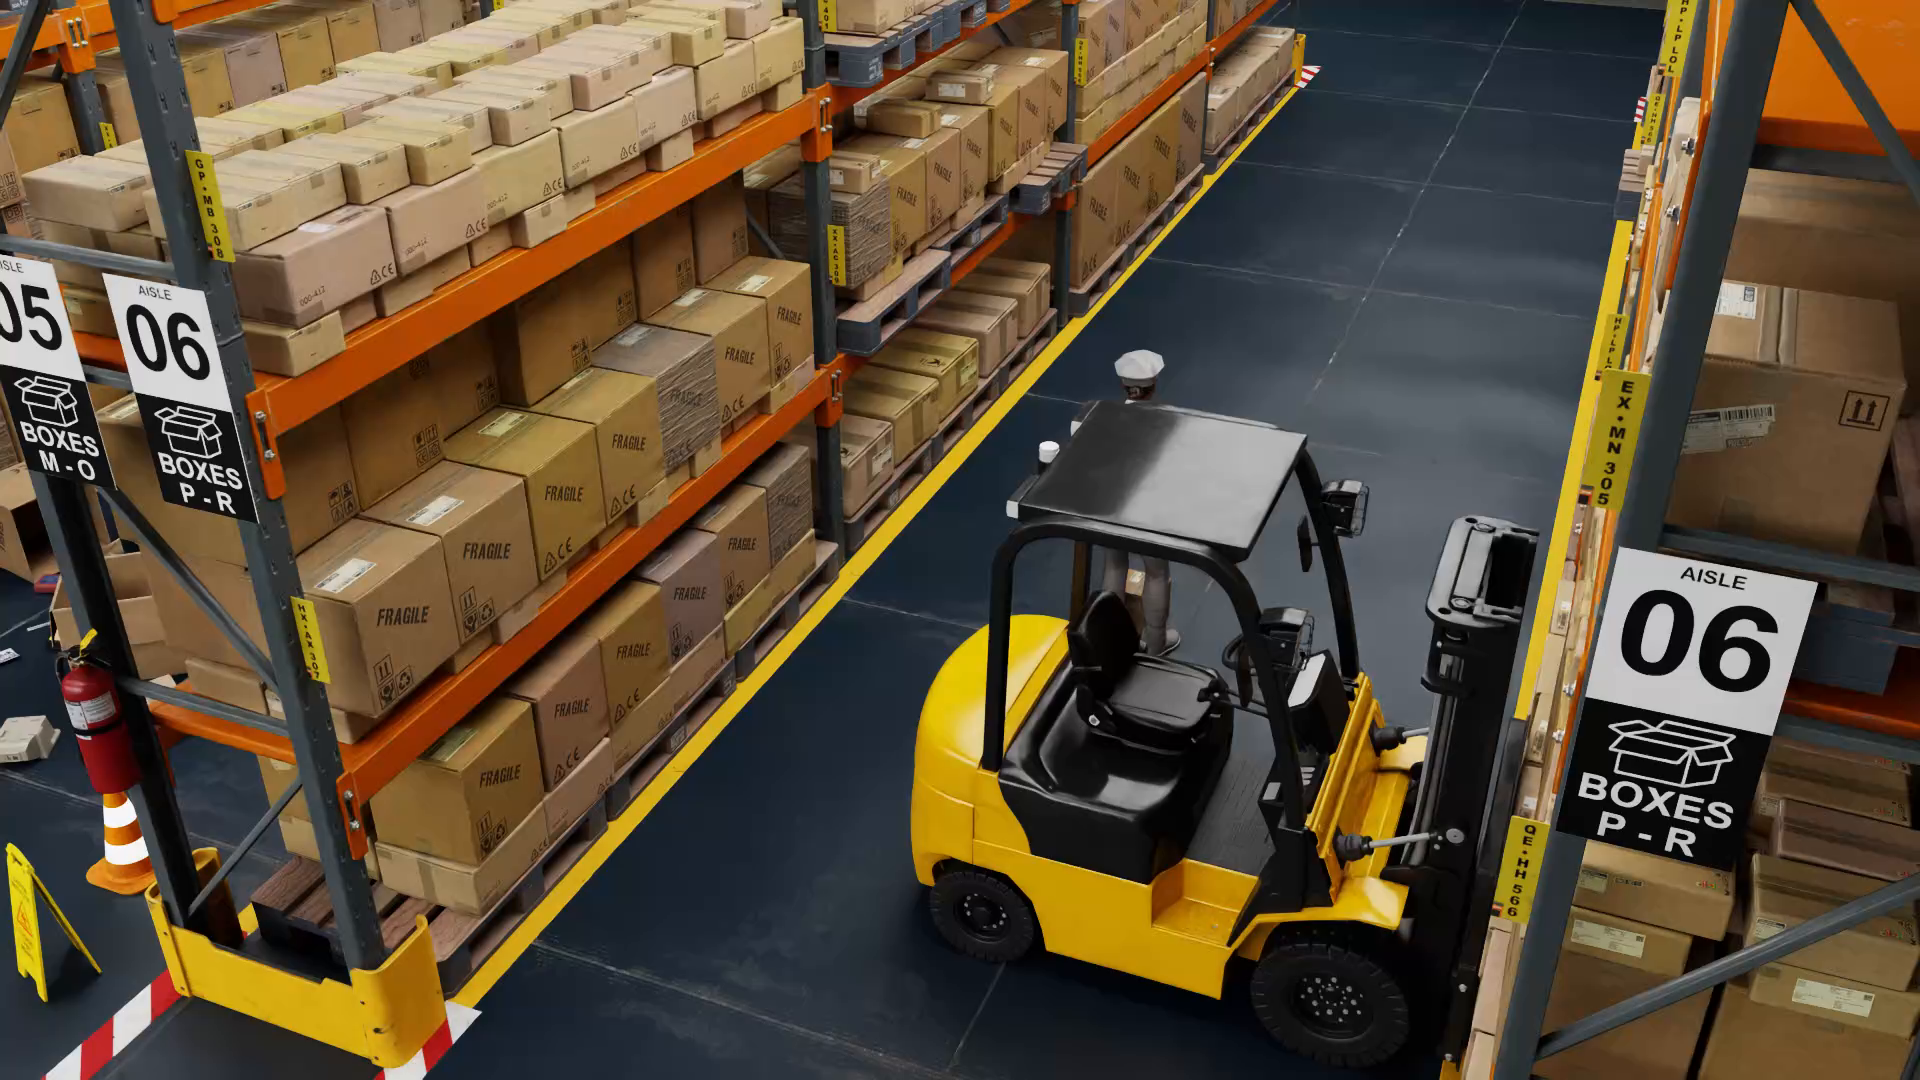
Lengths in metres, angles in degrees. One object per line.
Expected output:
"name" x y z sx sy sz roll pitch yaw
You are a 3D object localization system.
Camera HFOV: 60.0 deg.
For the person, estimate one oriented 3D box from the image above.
"person" 0.922 -0.161 8.667 0.532 1.664 0.421 10 31 17
